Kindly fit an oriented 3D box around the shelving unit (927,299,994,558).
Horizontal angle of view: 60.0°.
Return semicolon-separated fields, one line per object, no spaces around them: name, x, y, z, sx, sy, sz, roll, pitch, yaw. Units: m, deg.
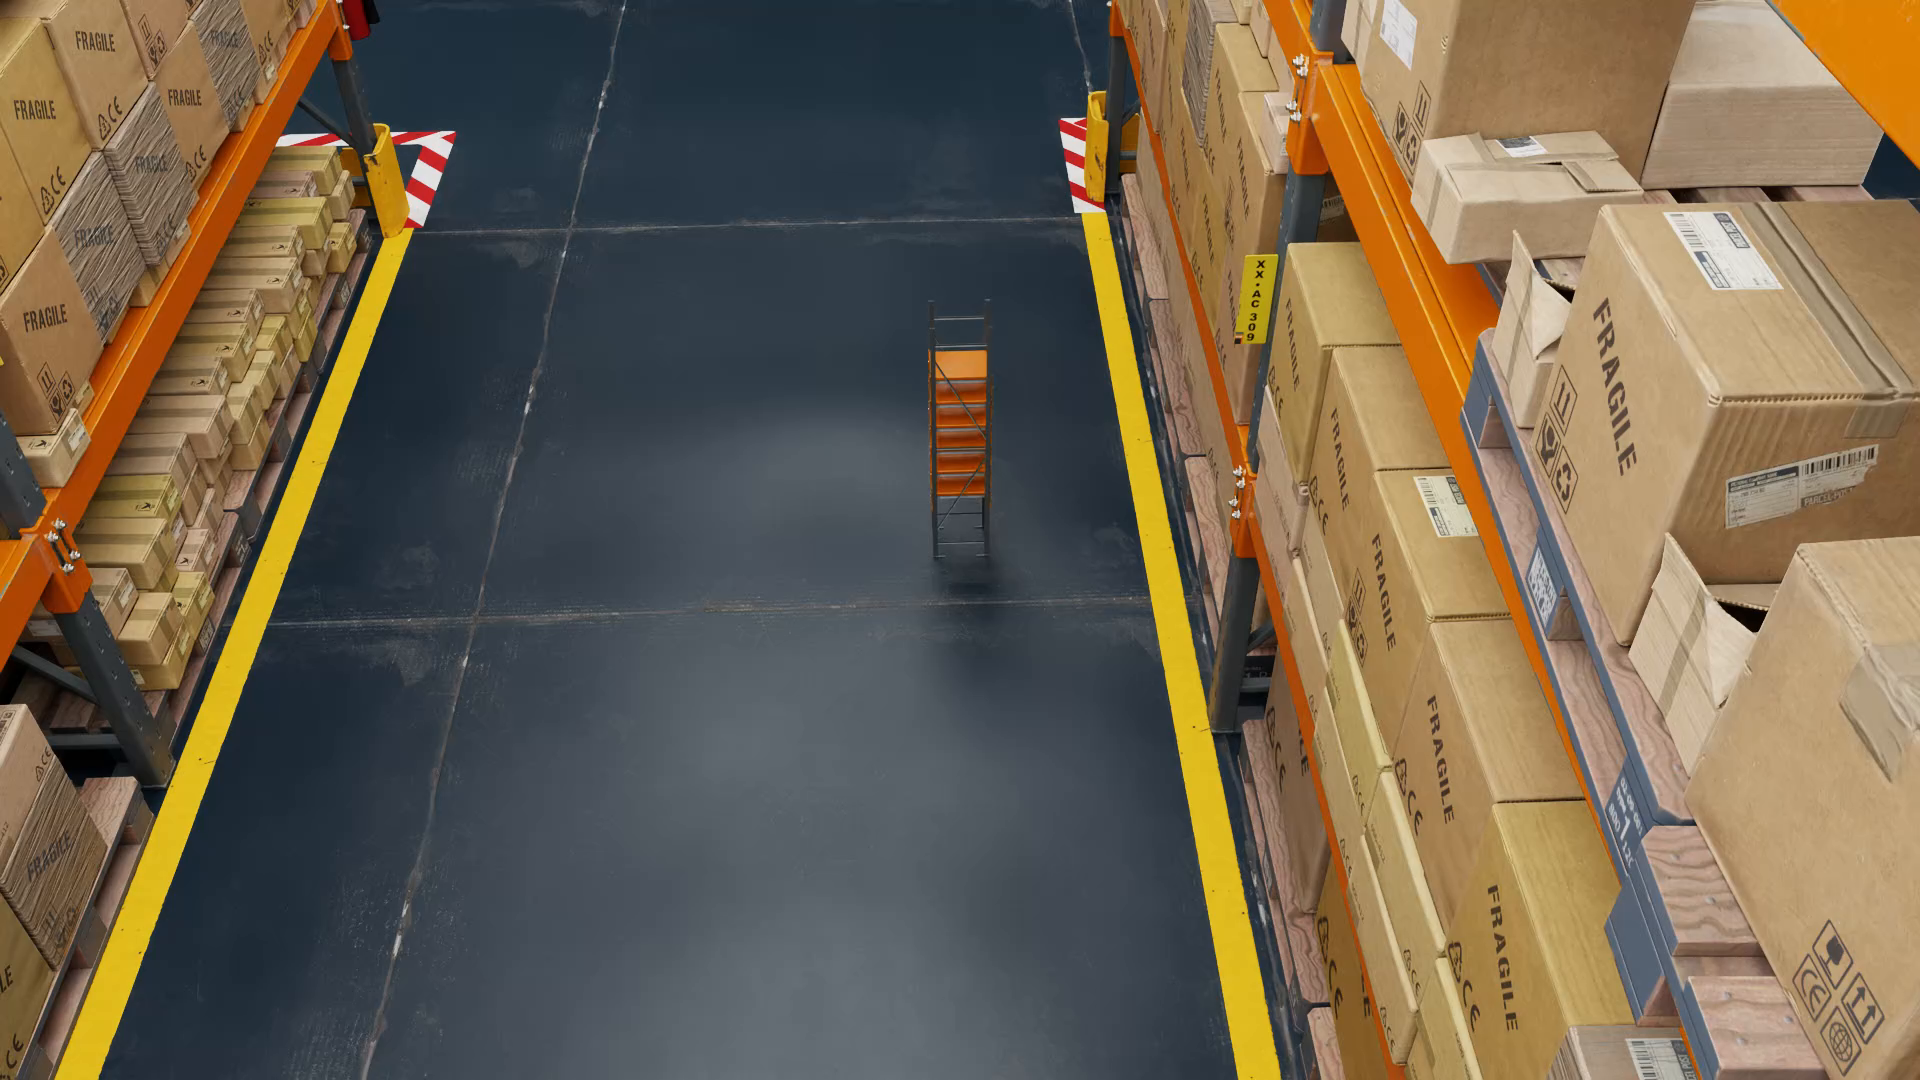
shelving unit;0.001;-0.433;6.834;0.258;1.200;0.189;-2;43;-2

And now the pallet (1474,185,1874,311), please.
pallet;1.556;-0.827;3.854;0.805;0.209;1.217;-3;43;-4

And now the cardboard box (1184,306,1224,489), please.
cardboard box;1.510;-0.651;7.326;0.875;0.438;0.875;-3;43;-3

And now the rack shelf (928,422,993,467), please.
rack shelf;0.001;-0.400;6.864;0.258;0.103;0.180;-2;43;-2

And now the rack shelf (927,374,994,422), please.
rack shelf;0.001;-0.577;6.702;0.258;0.103;0.180;-2;43;-2

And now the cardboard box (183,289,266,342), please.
cardboard box;-3.361;-0.993;7.472;0.380;0.149;0.250;-3;43;-3

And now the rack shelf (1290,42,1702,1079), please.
rack shelf;1.553;0.100;3.234;1.077;0.370;4.000;-2;43;-2

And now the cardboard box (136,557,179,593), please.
cardboard box;-3.269;0.165;6.429;0.380;0.149;0.250;-1;43;-1

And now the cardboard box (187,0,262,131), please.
cardboard box;-3.319;-2.060;6.984;0.500;0.500;0.500;-2;43;-2

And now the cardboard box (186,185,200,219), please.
cardboard box;-3.320;-1.375;6.716;0.380;0.149;0.250;0;43;0

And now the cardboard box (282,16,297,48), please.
cardboard box;-3.374;-2.426;7.863;0.380;0.149;0.250;-2;43;-2

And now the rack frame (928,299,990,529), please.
rack frame;-0.003;-0.494;6.901;0.240;1.200;0.006;-2;43;-2

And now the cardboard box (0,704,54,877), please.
cardboard box;-3.189;0.786;5.156;0.500;0.250;0.500;-3;43;-3

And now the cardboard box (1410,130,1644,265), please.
cardboard box;1.172;-0.720;3.458;0.380;0.166;0.250;-4;43;-5

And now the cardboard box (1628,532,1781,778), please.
cardboard box;1.230;0.160;2.424;0.396;0.266;0.258;-3;43;-3

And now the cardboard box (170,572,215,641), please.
cardboard box;-3.179;0.262;6.543;0.380;0.149;0.250;0;43;-1

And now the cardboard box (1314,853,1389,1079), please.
cardboard box;1.621;1.245;4.934;0.875;0.875;0.875;-1;43;-1

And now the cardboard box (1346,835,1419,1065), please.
cardboard box;1.265;0.984;4.068;0.500;0.250;0.500;-2;43;-2

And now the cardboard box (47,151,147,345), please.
cardboard box;-3.270;-1.021;5.850;0.500;0.500;0.500;-2;43;-2

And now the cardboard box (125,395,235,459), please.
cardboard box;-3.256;-0.468;6.899;0.380;0.149;0.250;-1;43;-1

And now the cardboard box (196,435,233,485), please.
cardboard box;-3.312;-0.367;7.010;0.380;0.149;0.250;0;43;0

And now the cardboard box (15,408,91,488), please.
cardboard box;-3.158;-0.307;5.551;0.380;0.149;0.250;0;43;0

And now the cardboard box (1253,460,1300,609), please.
cardboard box;1.223;-0.050;5.195;0.500;0.250;0.500;-3;43;-3

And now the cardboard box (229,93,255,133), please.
cardboard box;-3.332;-1.907;7.296;0.380;0.149;0.250;-3;43;-4

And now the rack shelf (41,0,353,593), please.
rack shelf;-3.558;-1.284;6.964;1.077;0.370;4.000;-2;43;-2

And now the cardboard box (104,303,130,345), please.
cardboard box;-3.313;-0.842;6.134;0.380;0.149;0.250;-3;43;-4

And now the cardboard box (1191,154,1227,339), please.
cardboard box;1.166;-1.099;6.156;0.500;0.500;0.500;-3;43;-3

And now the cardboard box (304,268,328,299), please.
cardboard box;-3.375;-1.303;8.250;0.380;0.149;0.250;-2;43;-2

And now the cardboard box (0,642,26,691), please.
cardboard box;-3.830;0.442;6.347;0.380;0.149;0.250;-1;43;-1

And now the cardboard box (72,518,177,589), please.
cardboard box;-3.233;0.051;6.333;0.380;0.149;0.250;0;43;0

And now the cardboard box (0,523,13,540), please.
cardboard box;-3.799;0.073;6.309;0.380;0.149;0.250;-1;43;-1

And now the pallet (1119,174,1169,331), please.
pallet;1.411;-1.544;8.779;1.003;0.211;1.213;-2;43;-2

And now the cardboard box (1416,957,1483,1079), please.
cardboard box;1.296;1.151;3.515;0.500;0.250;0.500;-3;43;-3

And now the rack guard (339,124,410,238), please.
rack guard;-3.640;-1.927;8.982;1.175;0.500;0.348;-2;43;-2

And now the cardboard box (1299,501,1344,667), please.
cardboard box;1.255;0.118;4.643;0.500;0.250;0.500;-1;43;-1

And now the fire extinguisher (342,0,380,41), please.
fire extinguisher;-3.192;-2.917;8.546;0.296;0.674;0.183;-2;43;-2

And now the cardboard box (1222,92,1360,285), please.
cardboard box;1.172;-1.126;5.444;0.500;0.500;0.500;-2;43;-2

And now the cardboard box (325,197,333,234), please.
cardboard box;-3.378;-1.587;8.341;0.380;0.149;0.250;-3;43;-3

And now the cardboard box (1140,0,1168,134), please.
cardboard box;1.085;-2.130;7.280;0.500;0.500;0.500;-2;43;-2

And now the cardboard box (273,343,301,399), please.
cardboard box;-3.286;-0.781;7.681;0.380;0.149;0.250;-1;43;-1

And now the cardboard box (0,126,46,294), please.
cardboard box;-3.249;-1.026;5.115;0.500;0.500;0.500;-1;43;-1

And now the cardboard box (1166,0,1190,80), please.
cardboard box;1.115;-2.151;6.562;0.500;0.500;0.500;-1;43;-2

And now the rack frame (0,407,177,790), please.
rack frame;-3.473;-0.199;5.248;1.000;3.000;0.127;-2;43;-2

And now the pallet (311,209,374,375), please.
pallet;-3.641;-1.271;8.480;1.003;0.211;1.213;-2;43;-2

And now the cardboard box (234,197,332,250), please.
cardboard box;-3.276;-1.530;8.058;0.380;0.149;0.250;-3;43;-3

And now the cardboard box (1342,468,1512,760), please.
cardboard box;1.268;0.172;4.029;0.500;0.500;0.500;-3;43;-3

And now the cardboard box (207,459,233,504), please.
cardboard box;-3.348;-0.255;7.107;0.380;0.149;0.250;-3;43;-4

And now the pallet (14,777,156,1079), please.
pallet;-3.438;1.354;5.616;1.003;0.211;1.213;-2;43;-2

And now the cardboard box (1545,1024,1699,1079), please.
cardboard box;1.325;1.198;2.910;0.500;0.500;0.500;-1;43;-1

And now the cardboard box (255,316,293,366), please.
cardboard box;-3.284;-0.892;7.582;0.380;0.149;0.250;0;43;0

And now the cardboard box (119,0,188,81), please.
cardboard box;-3.297;-2.063;6.247;0.500;0.500;0.500;-3;43;-3

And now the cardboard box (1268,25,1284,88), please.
cardboard box;1.234;-1.603;5.485;0.380;0.149;0.250;-2;43;-2
